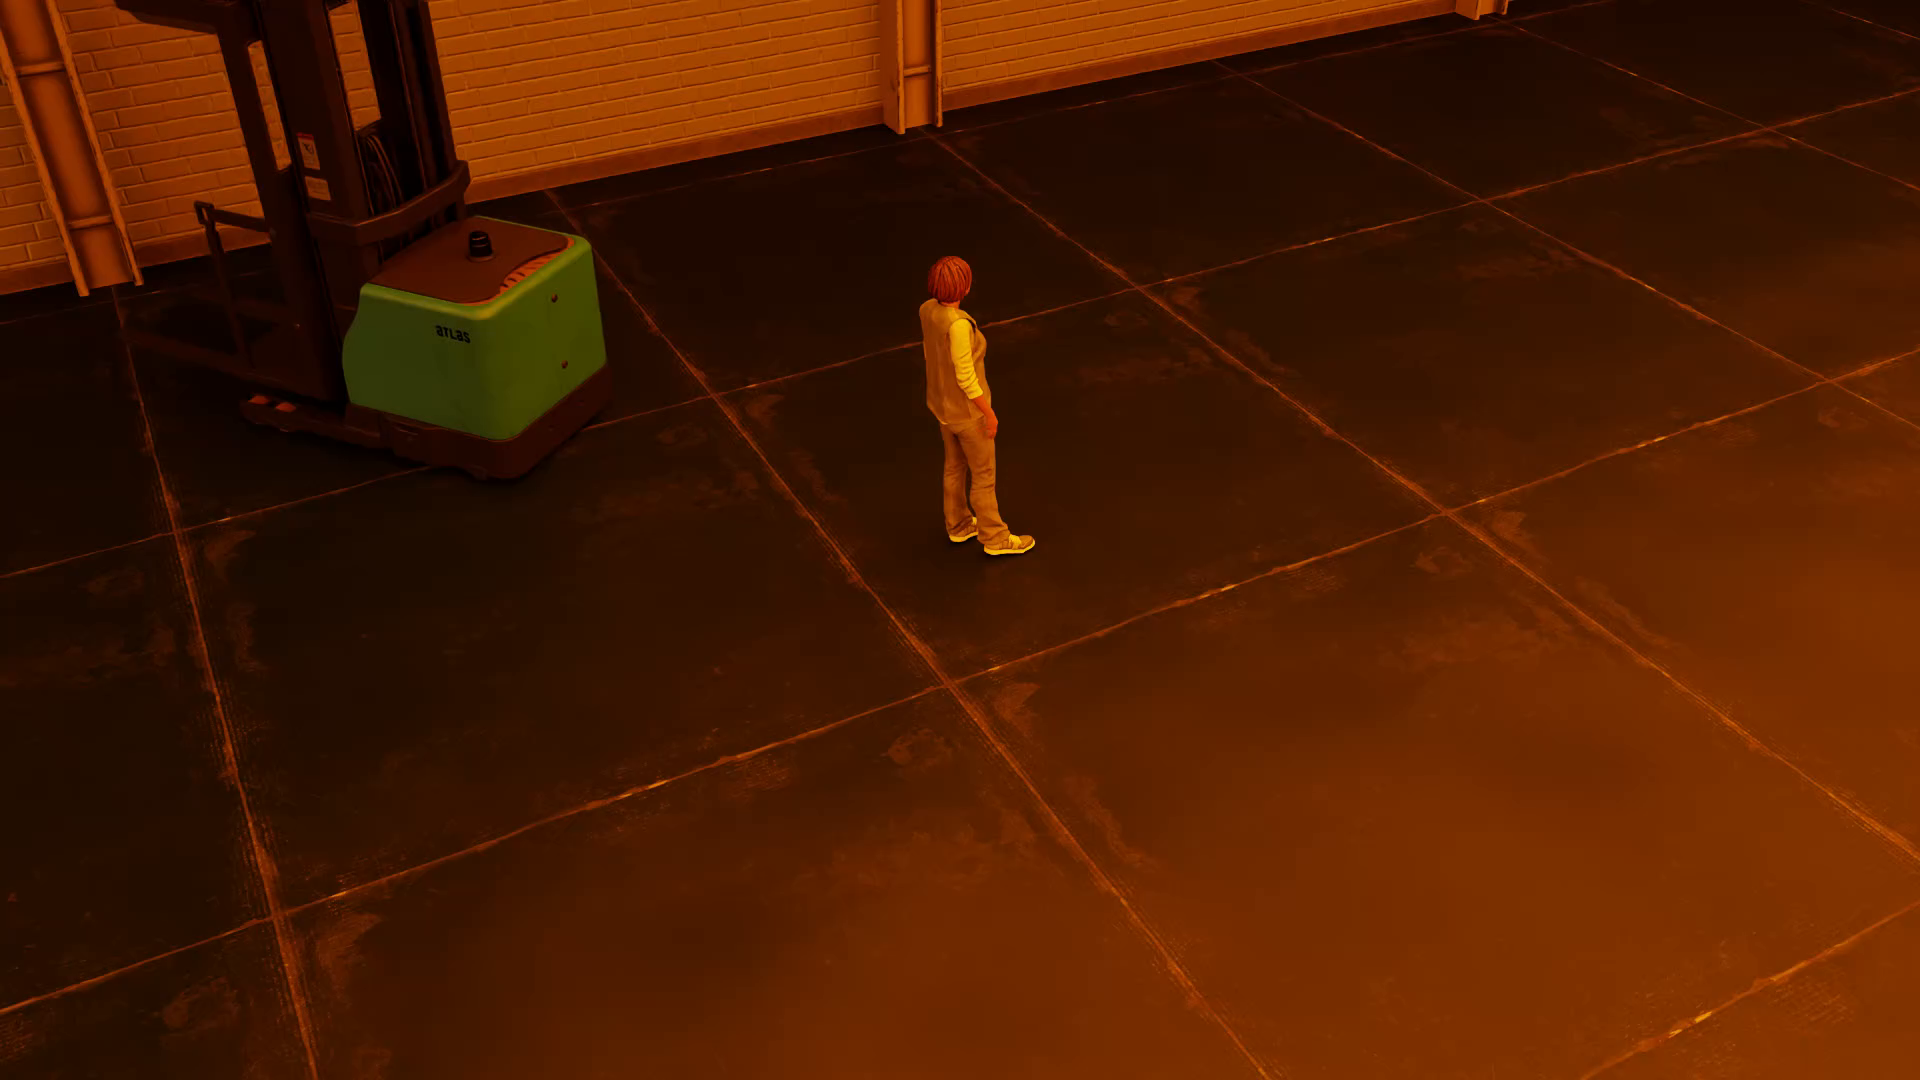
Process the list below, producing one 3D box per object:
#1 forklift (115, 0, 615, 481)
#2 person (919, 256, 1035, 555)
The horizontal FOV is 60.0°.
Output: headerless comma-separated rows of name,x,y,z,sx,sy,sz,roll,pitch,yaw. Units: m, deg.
forklift,-3.580,-2.078,9.062,3.031,2.935,1.130,14,38,19
person,0.071,-0.671,8.215,0.475,1.596,0.521,-17,39,-23
